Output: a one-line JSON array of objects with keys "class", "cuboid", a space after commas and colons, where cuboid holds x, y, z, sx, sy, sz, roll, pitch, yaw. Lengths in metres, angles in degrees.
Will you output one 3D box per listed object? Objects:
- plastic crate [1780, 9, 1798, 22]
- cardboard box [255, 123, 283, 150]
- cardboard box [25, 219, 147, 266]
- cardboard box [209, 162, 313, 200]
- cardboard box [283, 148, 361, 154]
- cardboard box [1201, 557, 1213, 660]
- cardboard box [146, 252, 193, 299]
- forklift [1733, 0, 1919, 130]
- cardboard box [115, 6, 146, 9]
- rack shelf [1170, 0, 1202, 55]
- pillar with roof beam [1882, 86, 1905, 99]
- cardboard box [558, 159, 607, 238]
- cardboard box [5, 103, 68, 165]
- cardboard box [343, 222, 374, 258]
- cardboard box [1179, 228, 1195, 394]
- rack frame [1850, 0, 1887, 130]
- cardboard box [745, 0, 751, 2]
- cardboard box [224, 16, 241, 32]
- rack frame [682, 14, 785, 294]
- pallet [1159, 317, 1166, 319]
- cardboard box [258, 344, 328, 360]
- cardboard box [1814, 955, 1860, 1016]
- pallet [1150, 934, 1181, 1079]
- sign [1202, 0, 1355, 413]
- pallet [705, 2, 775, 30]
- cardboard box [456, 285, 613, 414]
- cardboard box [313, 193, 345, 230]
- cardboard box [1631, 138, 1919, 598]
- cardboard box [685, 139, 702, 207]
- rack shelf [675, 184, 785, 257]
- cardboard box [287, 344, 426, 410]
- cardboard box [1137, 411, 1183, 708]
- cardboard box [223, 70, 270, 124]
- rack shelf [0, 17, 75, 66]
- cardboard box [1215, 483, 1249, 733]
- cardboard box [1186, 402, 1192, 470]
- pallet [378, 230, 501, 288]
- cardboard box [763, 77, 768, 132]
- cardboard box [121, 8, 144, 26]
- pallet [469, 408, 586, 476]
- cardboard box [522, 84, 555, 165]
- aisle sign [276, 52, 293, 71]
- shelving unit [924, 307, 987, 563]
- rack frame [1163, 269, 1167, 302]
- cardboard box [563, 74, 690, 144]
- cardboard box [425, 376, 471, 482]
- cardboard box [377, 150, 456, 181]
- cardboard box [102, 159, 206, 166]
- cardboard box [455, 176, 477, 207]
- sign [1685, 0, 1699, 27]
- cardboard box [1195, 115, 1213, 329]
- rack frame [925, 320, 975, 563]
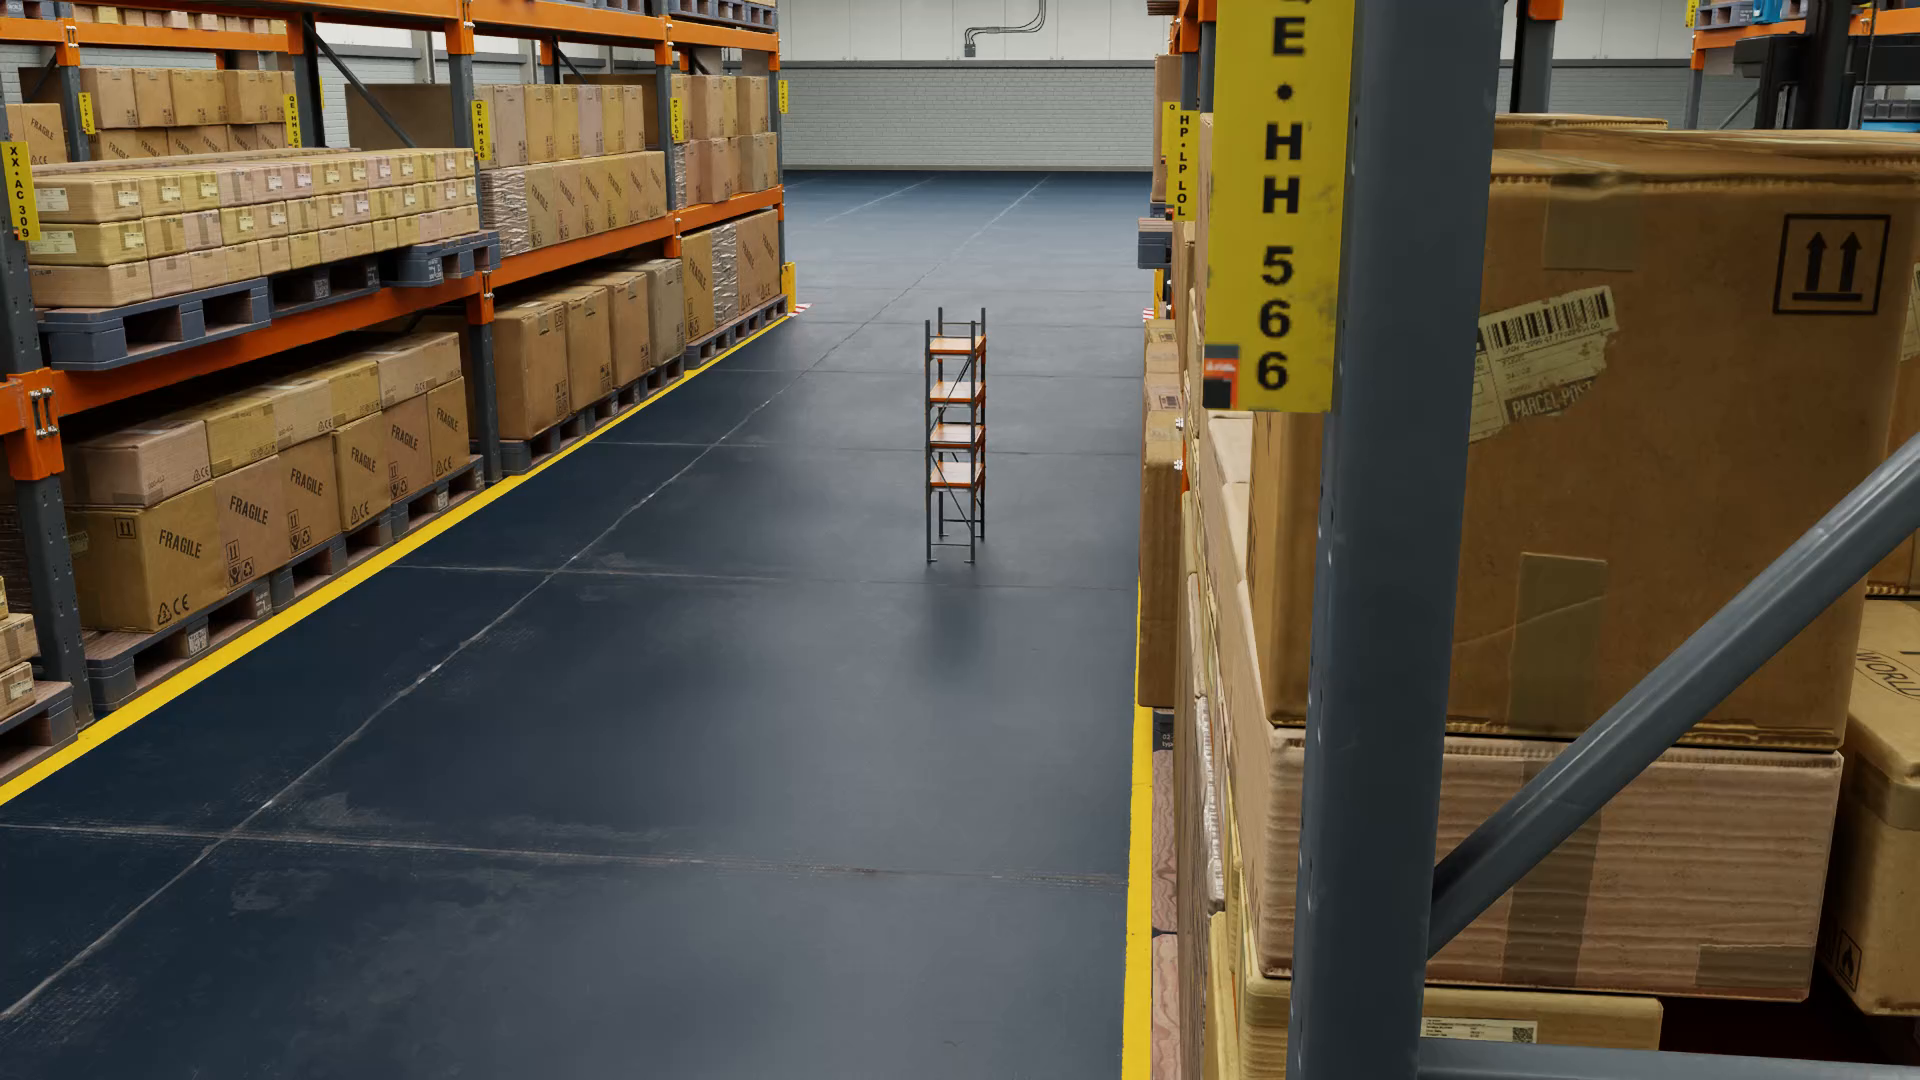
[{"class": "plastic crate", "cuboid": [6.820, -4.274, 13.479, 0.243, 0.136, 0.396, 2, 15, 6]}, {"class": "cardboard box", "cuboid": [-7.125, -3.913, 16.626, 0.500, 0.500, 0.500, 2, 15, 6]}, {"class": "cardboard box", "cuboid": [-3.199, -1.082, 6.023, 0.380, 0.149, 0.250, 2, 15, 7]}, {"class": "cardboard box", "cuboid": [-3.054, -1.561, 7.224, 0.380, 0.149, 0.250, 2, 15, 8]}, {"class": "cardboard box", "cuboid": [-3.495, -2.059, 9.067, 0.380, 0.149, 0.250, 2, 15, 6]}, {"class": "cardboard box", "cuboid": [0.620, 0.129, 2.921, 0.380, 0.149, 0.250, 2, 15, 6]}, {"class": "cardboard box", "cuboid": [-3.174, -1.010, 6.328, 0.380, 0.149, 0.250, 2, 15, 7]}, {"class": "forklift", "cuboid": [4.097, -1.235, 7.613, 1.130, 2.935, 3.031, 4, 16, 13]}, {"class": "cardboard box", "cuboid": [-7.357, -4.722, 14.349, 0.500, 0.250, 0.500, 2, 15, 6]}, {"class": "rack shelf", "cuboid": [1.893, -3.253, 10.576, 1.077, 0.370, 4.000, 2, 15, 6]}, {"class": "pillar with roof beam", "cuboid": [16.546, -12.311, 36.950, 9.100, 9.000, 0.400, 2, 15, 6]}, {"class": "cardboard box", "cuboid": [-2.760, -2.354, 11.430, 0.500, 0.500, 0.500, 2, 15, 6]}, {"class": "cardboard box", "cuboid": [-7.552, -3.231, 13.297, 0.500, 0.500, 0.500, 1, 15, 5]}, {"class": "cardboard box", "cuboid": [-2.998, -1.413, 7.818, 0.380, 0.149, 0.250, 2, 15, 8]}, {"class": "cardboard box", "cuboid": [0.998, -0.773, 5.584, 0.500, 0.500, 0.500, 2, 15, 6]}, {"class": "rack frame", "cuboid": [7.040, -2.525, 12.253, 1.000, 3.000, 0.127, 2, 15, 6]}, {"class": "cardboard box", "cuboid": [-2.162, -5.098, 15.507, 0.380, 0.149, 0.250, 1, 15, 5]}, {"class": "cardboard box", "cuboid": [-7.174, -4.963, 16.004, 0.380, 0.149, 0.250, 2, 15, 6]}, {"class": "rack frame", "cuboid": [-2.347, -3.880, 17.266, 1.000, 3.000, 0.127, 2, 15, 6]}, {"class": "pallet", "cuboid": [2.295, -1.817, 14.978, 1.003, 0.211, 1.213, 2, 15, 6]}, {"class": "cardboard box", "cuboid": [-3.625, -0.860, 8.645, 0.500, 0.250, 0.500, 2, 15, 6]}, {"class": "cardboard box", "cuboid": [1.160, 0.414, 1.866, 0.380, 0.149, 0.250, 1, 15, 5]}, {"class": "pallet", "cuboid": [0.917, 1.263, 3.588, 1.003, 0.211, 1.213, 2, 15, 6]}, {"class": "sign", "cuboid": [0.227, -0.251, 1.173, 0.100, 0.325, 0.005, 2, 15, 6]}, {"class": "pallet", "cuboid": [-2.420, -5.093, 16.173, 1.003, 0.211, 1.213, 2, 15, 6]}, {"class": "cardboard box", "cuboid": [-2.996, -1.304, 11.245, 1.050, 0.750, 0.750, 2, 15, 7]}, {"class": "cardboard box", "cuboid": [-3.025, -1.487, 7.523, 0.380, 0.149, 0.250, 1, 15, 5]}, {"class": "cardboard box", "cuboid": [1.144, -0.238, 2.076, 0.500, 0.500, 0.500, 1, 15, 5]}, {"class": "cardboard box", "cuboid": [-2.729, -3.155, 14.295, 0.875, 0.550, 0.550, 2, 15, 6]}, {"class": "rack shelf", "cuboid": [-2.572, -3.014, 15.442, 1.077, 0.370, 4.000, 2, 15, 6]}, {"class": "cardboard box", "cuboid": [-3.112, -0.847, 8.596, 0.500, 0.250, 0.500, 2, 15, 7]}, {"class": "cardboard box", "cuboid": [1.268, 0.061, 5.957, 1.225, 0.875, 0.875, 2, 15, 6]}, {"class": "cardboard box", "cuboid": [-7.137, -4.269, 16.027, 0.700, 0.500, 0.500, 2, 15, 6]}, {"class": "rack shelf", "cuboid": [-7.954, -3.545, 11.656, 1.077, 0.370, 4.000, 2, 15, 6]}, {"class": "cardboard box", "cuboid": [0.614, 0.105, 2.243, 0.500, 0.250, 0.500, 1, 15, 5]}, {"class": "cardboard box", "cuboid": [0.794, -0.271, 4.399, 0.380, 0.149, 0.250, 2, 15, 8]}, {"class": "pallet", "cuboid": [-3.224, -1.525, 8.923, 1.213, 0.211, 1.003, 2, 15, 6]}, {"class": "cardboard box", "cuboid": [-2.427, -4.379, 16.754, 0.875, 0.550, 0.550, 2, 15, 6]}, {"class": "cardboard box", "cuboid": [-7.378, -4.560, 14.516, 0.380, 0.149, 0.250, 2, 15, 8]}, {"class": "pallet", "cuboid": [-3.086, -0.662, 10.705, 1.003, 0.211, 1.213, 2, 15, 6]}, {"class": "cardboard box", "cuboid": [-3.077, -2.717, 10.856, 0.700, 0.500, 0.500, 1, 15, 5]}, {"class": "aisle sign", "cuboid": [-6.981, -5.262, 17.397, 0.394, 0.787, 0.004, 2, 15, 6]}, {"class": "shelving unit", "cuboid": [-0.019, -0.536, 8.347, 0.258, 1.200, 0.503, 2, 15, 6]}, {"class": "rack frame", "cuboid": [2.570, -3.708, 16.629, 1.000, 3.000, 0.127, 2, 15, 6]}, {"class": "cardboard box", "cuboid": [-2.722, -3.531, 13.619, 0.875, 0.550, 0.550, 2, 15, 6]}, {"class": "cardboard box", "cuboid": [-3.064, -0.623, 9.204, 0.500, 0.500, 0.500, 2, 15, 6]}, {"class": "cardboard box", "cuboid": [-2.880, -1.968, 8.732, 0.380, 0.149, 0.250, 2, 15, 6]}, {"class": "cardboard box", "cuboid": [-3.673, -1.654, 7.571, 0.380, 0.149, 0.250, 1, 15, 5]}, {"class": "cardboard box", "cuboid": [-2.853, -1.889, 9.008, 0.380, 0.149, 0.250, 2, 15, 7]}, {"class": "sign", "cuboid": [6.945, -5.032, 15.761, 0.100, 0.325, 0.005, 2, 15, 6]}, {"class": "cardboard box", "cuboid": [0.845, -0.785, 4.099, 0.500, 0.500, 0.500, 2, 15, 6]}, {"class": "rack frame", "cuboid": [-0.046, -0.473, 8.113, 0.240, 1.200, 0.015, 2, 15, 6]}]
